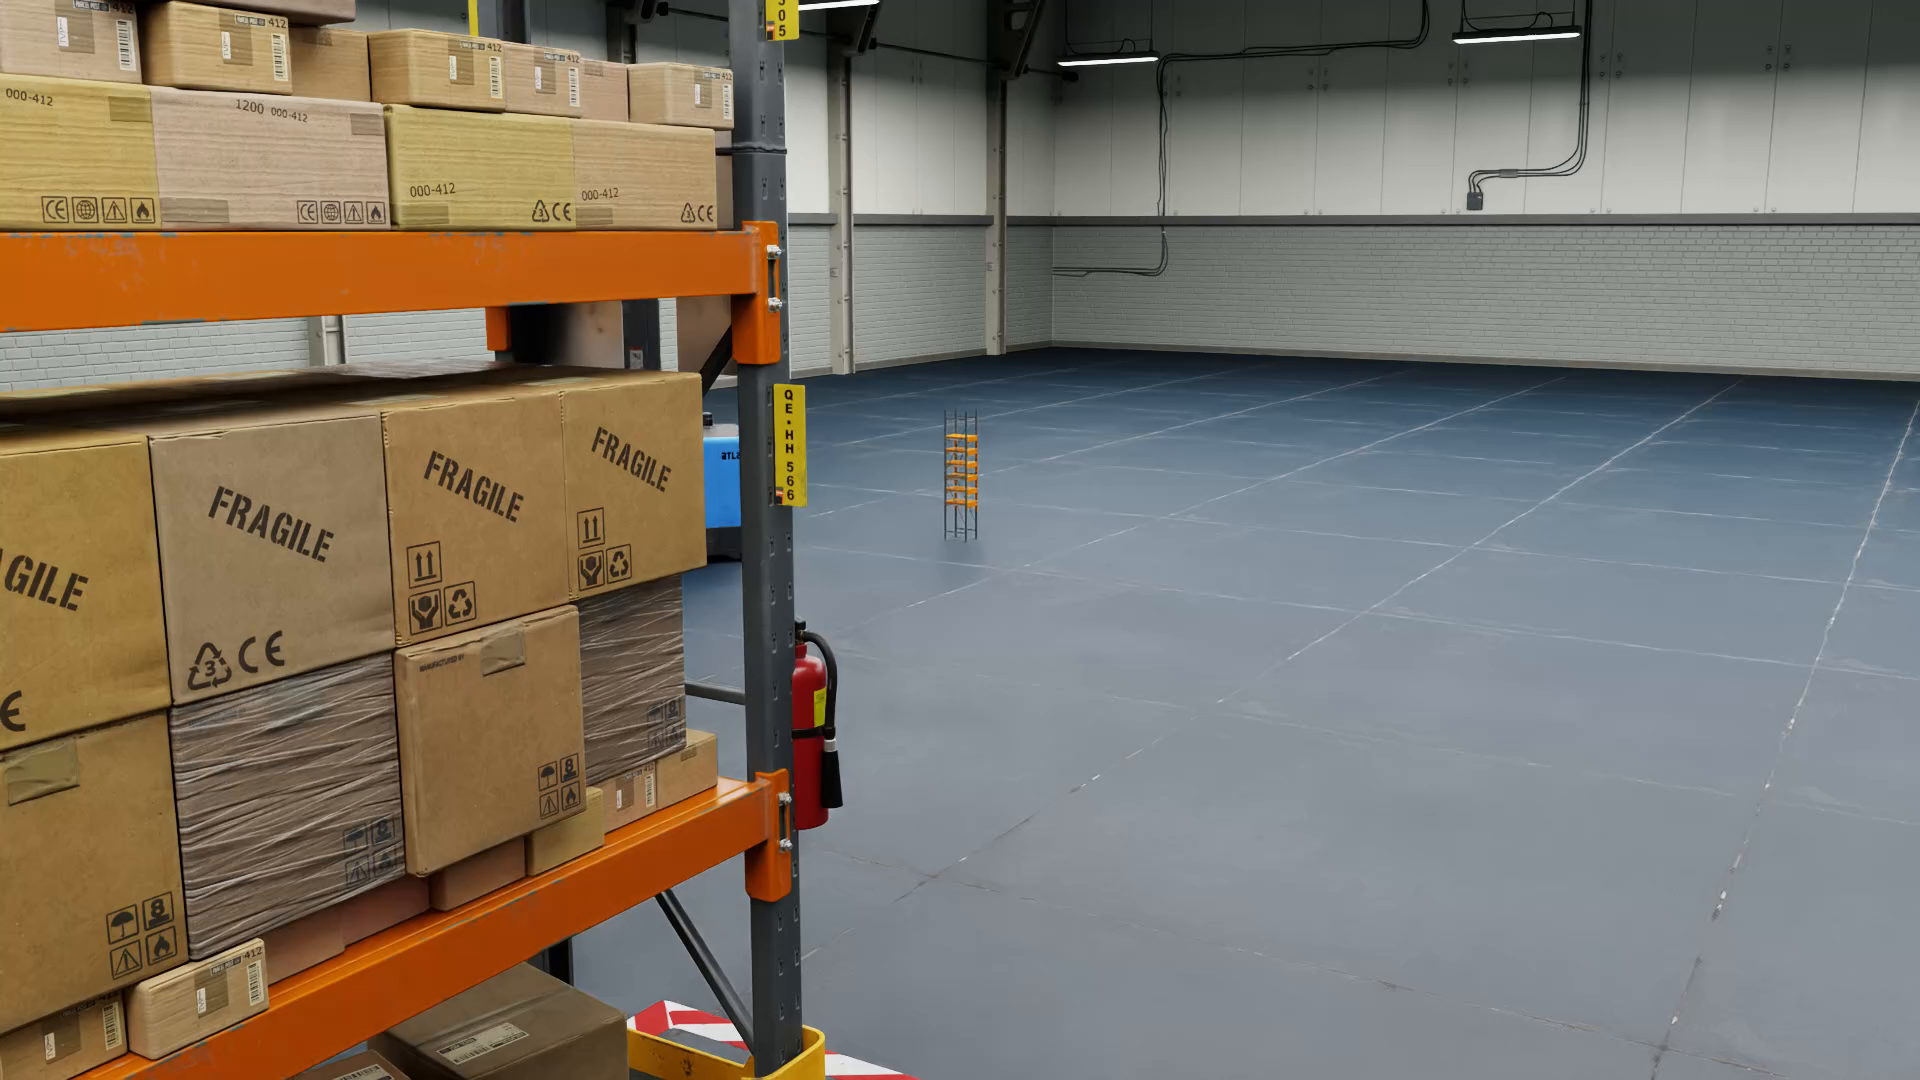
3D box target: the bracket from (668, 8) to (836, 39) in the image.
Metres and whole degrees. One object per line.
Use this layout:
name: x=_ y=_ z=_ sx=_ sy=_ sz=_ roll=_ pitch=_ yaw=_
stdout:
bracket: x=-3.552 y=-8.969 z=28.922 sx=0.076 sy=0.066 sz=4.783 roll=6 pitch=12 yaw=31

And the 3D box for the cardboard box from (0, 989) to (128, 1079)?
cardboard box: x=-1.767 y=0.883 z=3.066 sx=0.380 sy=0.149 sz=0.250 roll=6 pitch=12 yaw=31

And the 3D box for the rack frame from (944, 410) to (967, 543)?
rack frame: x=-0.040 y=-0.578 z=15.075 sx=0.240 sy=1.200 sz=0.006 roll=6 pitch=12 yaw=31

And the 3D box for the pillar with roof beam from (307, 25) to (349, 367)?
pillar with roof beam: x=-4.853 y=-5.406 z=19.670 sx=9.100 sy=9.000 sz=0.400 roll=6 pitch=12 yaw=31

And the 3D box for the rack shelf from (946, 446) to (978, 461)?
rack shelf: x=0.008 y=-0.784 z=15.116 sx=0.258 sy=0.103 sz=0.180 roll=6 pitch=12 yaw=31

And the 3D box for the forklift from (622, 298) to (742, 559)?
forklift: x=-3.284 y=-1.281 z=14.126 sx=3.031 sy=2.935 sz=1.130 roll=-3 pitch=11 yaw=-15

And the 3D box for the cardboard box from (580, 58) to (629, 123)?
cardboard box: x=-1.030 y=-1.077 z=4.026 sx=0.380 sy=0.149 sz=0.250 roll=6 pitch=12 yaw=29

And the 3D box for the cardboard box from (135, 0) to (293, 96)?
cardboard box: x=-1.476 y=-0.903 z=3.095 sx=0.380 sy=0.149 sz=0.250 roll=6 pitch=12 yaw=28

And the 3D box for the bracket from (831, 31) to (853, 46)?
bracket: x=-2.215 y=-9.374 z=31.087 sx=0.235 sy=0.232 sz=0.430 roll=6 pitch=12 yaw=31

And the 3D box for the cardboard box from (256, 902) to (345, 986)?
cardboard box: x=-1.523 y=0.802 z=3.496 sx=0.380 sy=0.149 sz=0.250 roll=6 pitch=12 yaw=31

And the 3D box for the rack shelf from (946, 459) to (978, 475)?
rack shelf: x=0.008 y=-0.666 z=15.138 sx=0.258 sy=0.103 sz=0.180 roll=6 pitch=12 yaw=31

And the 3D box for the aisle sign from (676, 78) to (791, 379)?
aisle sign: x=-0.628 y=-0.843 z=4.536 sx=0.394 sy=0.787 sz=0.004 roll=6 pitch=12 yaw=31

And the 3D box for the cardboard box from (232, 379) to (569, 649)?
cardboard box: x=-1.246 y=-0.081 z=3.736 sx=0.500 sy=0.500 sz=0.500 roll=6 pitch=12 yaw=31

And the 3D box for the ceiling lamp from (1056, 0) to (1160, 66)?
ceiling lamp: x=2.866 y=-10.455 z=30.781 sx=2.000 sy=3.185 sz=0.800 roll=6 pitch=12 yaw=31

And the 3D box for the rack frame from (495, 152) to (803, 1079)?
rack frame: x=-0.917 y=0.416 z=4.876 sx=1.000 sy=3.000 sz=0.127 roll=6 pitch=12 yaw=31

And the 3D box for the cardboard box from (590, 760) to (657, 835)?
cardboard box: x=-1.019 y=0.643 z=4.344 sx=0.380 sy=0.149 sz=0.250 roll=6 pitch=12 yaw=31

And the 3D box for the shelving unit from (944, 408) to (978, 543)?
shelving unit: x=0.008 y=-0.592 z=15.152 sx=0.258 sy=1.200 sz=0.189 roll=6 pitch=12 yaw=31

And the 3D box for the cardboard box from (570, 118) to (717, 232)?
cardboard box: x=-0.950 y=-0.884 z=4.079 sx=0.500 sy=0.250 sz=0.500 roll=7 pitch=13 yaw=32

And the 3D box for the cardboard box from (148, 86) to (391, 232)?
cardboard box: x=-1.480 y=-0.726 z=3.232 sx=0.500 sy=0.250 sz=0.500 roll=7 pitch=13 yaw=32

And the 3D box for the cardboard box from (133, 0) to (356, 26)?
cardboard box: x=-1.505 y=-1.231 z=3.086 sx=0.500 sy=0.500 sz=0.500 roll=6 pitch=12 yaw=31

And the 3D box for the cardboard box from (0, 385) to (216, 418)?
cardboard box: x=-1.959 y=-0.054 z=3.587 sx=0.500 sy=0.500 sz=0.500 roll=6 pitch=12 yaw=31

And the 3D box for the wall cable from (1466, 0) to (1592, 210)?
wall cable: x=11.578 y=-9.747 z=33.617 sx=2.305 sy=6.003 sz=0.169 roll=6 pitch=12 yaw=31

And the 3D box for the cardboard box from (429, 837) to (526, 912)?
cardboard box: x=-1.248 y=0.725 z=3.906 sx=0.380 sy=0.149 sz=0.250 roll=6 pitch=12 yaw=31

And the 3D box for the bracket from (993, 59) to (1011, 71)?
bracket: x=0.901 y=-10.318 z=36.127 sx=0.235 sy=0.232 sz=0.430 roll=6 pitch=12 yaw=31

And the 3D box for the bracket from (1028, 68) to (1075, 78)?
bracket: x=2.255 y=-10.728 z=38.319 sx=0.076 sy=0.066 sz=3.189 roll=6 pitch=12 yaw=31

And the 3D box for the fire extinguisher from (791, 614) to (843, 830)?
fire extinguisher: x=-0.464 y=0.480 z=4.744 sx=0.296 sy=0.674 sz=0.183 roll=6 pitch=12 yaw=31

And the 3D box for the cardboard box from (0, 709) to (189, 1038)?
cardboard box: x=-1.949 y=0.547 z=3.098 sx=0.875 sy=0.500 sz=0.500 roll=6 pitch=12 yaw=31

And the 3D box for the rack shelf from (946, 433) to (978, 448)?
rack shelf: x=0.008 y=-0.902 z=15.094 sx=0.258 sy=0.103 sz=0.180 roll=6 pitch=12 yaw=31

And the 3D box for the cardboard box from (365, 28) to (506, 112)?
cardboard box: x=-1.188 y=-0.982 z=3.517 sx=0.380 sy=0.149 sz=0.250 roll=6 pitch=12 yaw=31

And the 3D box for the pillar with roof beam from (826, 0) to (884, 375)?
pillar with roof beam: x=1.377 y=-7.293 z=29.751 sx=9.100 sy=9.000 sz=0.548 roll=6 pitch=12 yaw=31

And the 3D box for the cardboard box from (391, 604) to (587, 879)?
cardboard box: x=-1.383 y=0.395 z=3.910 sx=0.875 sy=0.500 sz=0.500 roll=6 pitch=12 yaw=31

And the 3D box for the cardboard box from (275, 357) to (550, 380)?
cardboard box: x=-1.435 y=-0.210 z=4.424 sx=0.500 sy=0.500 sz=0.500 roll=6 pitch=12 yaw=31

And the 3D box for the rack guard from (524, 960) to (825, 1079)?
rack guard: x=-0.956 y=1.657 z=5.042 sx=1.175 sy=0.500 sz=0.348 roll=6 pitch=12 yaw=31

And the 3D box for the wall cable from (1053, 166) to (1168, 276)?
wall cable: x=3.472 y=-7.459 z=39.074 sx=3.097 sy=2.526 sz=0.112 roll=6 pitch=12 yaw=31

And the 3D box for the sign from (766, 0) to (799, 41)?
sign: x=-0.453 y=-1.437 z=4.218 sx=0.100 sy=0.325 sz=0.005 roll=6 pitch=12 yaw=31

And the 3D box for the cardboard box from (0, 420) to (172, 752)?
cardboard box: x=-1.774 y=0.075 z=2.902 sx=0.500 sy=0.500 sz=0.500 roll=6 pitch=12 yaw=31

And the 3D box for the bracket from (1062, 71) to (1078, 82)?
bracket: x=2.562 y=-10.821 z=38.815 sx=0.235 sy=0.232 sz=0.430 roll=6 pitch=12 yaw=31

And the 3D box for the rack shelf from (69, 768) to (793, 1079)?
rack shelf: x=-1.955 y=1.084 z=3.262 sx=1.077 sy=0.370 sz=4.000 roll=6 pitch=12 yaw=31

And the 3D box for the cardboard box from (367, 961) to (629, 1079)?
cardboard box: x=-1.255 y=1.535 z=4.551 sx=0.500 sy=0.500 sz=0.500 roll=9 pitch=14 yaw=41
